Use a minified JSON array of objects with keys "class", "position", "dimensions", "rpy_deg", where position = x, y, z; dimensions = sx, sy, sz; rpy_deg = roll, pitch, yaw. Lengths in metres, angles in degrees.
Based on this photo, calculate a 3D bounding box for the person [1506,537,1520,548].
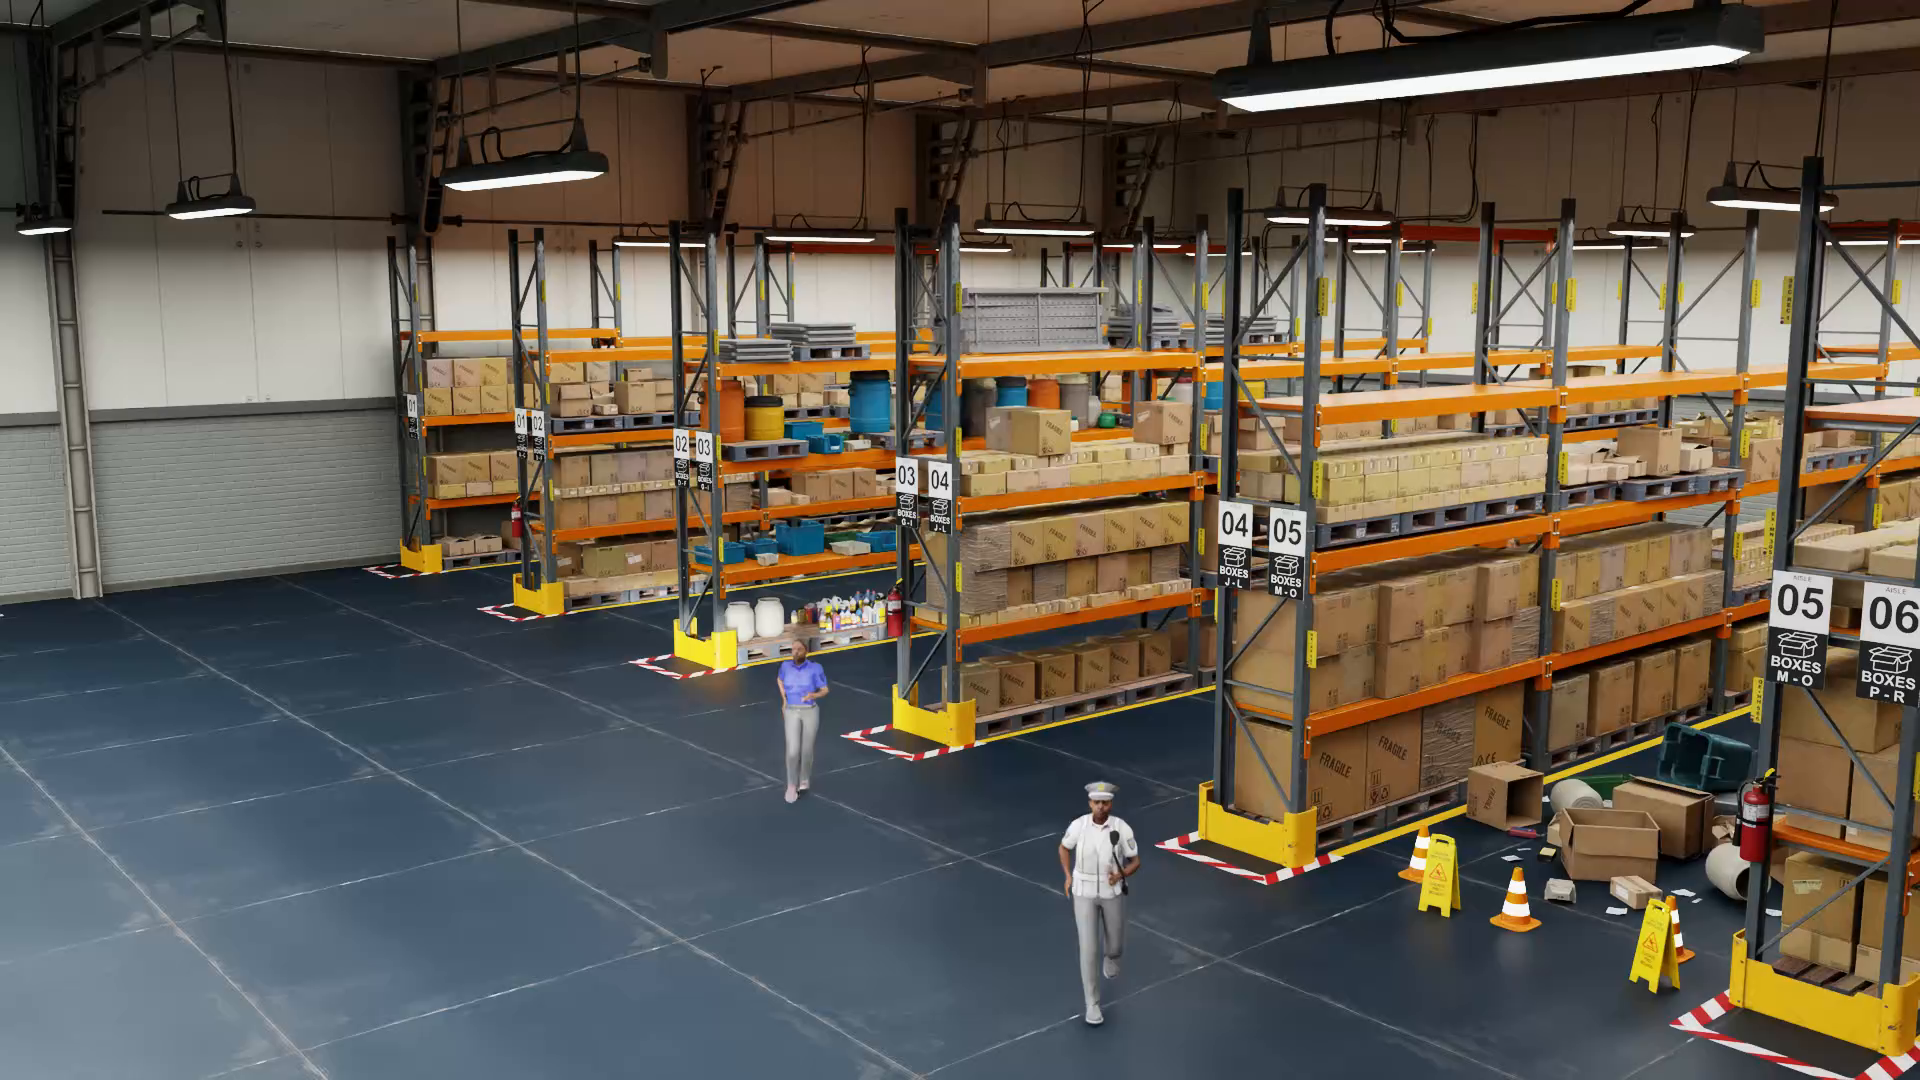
[{"class":"person","position":[7.708,0.769,23.306],"dimensions":[0.595,1.667,0.903],"rpy_deg":[9,12,44]}]

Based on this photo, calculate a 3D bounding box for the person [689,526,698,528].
[{"class":"person","position":[-4.776,-0.275,30.211],"dimensions":[0.733,1.725,0.583],"rpy_deg":[-8,12,-41]}]

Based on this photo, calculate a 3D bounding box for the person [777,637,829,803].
[{"class":"person","position":[-1.586,1.822,16.748],"dimensions":[0.546,1.686,0.717],"rpy_deg":[0,9,0]}]

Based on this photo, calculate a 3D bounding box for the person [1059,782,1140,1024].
[{"class":"person","position":[0.993,2.525,11.915],"dimensions":[0.588,1.668,0.815],"rpy_deg":[1,9,5]}]
